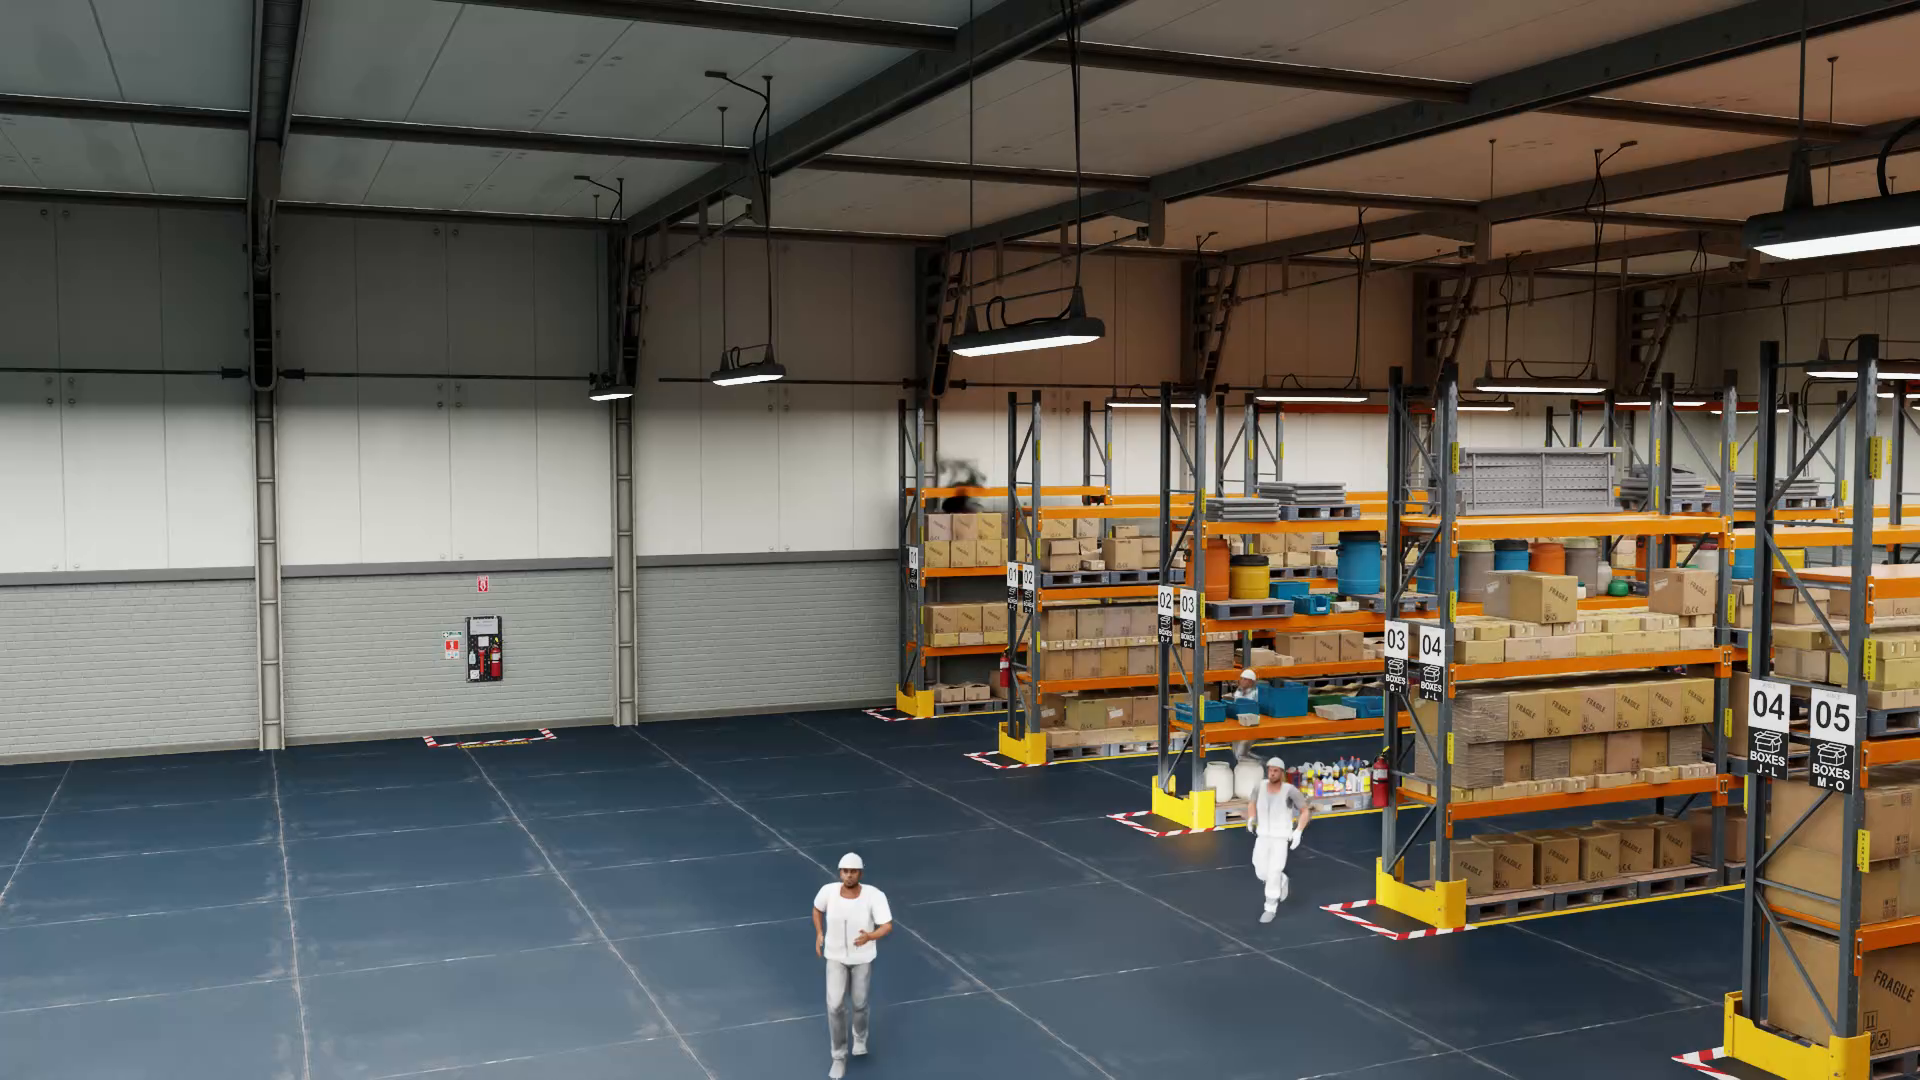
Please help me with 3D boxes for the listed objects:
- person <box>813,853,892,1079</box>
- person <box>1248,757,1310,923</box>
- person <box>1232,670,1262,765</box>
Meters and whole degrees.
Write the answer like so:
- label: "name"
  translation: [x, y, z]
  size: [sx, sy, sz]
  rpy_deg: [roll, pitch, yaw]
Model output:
- label: "person"
  translation: [-0.902, 3.487, 13.736]
  size: [0.688, 1.826, 0.684]
  rpy_deg: [0, 3, 4]
- label: "person"
  translation: [3.440, 3.236, 18.129]
  size: [0.697, 1.759, 0.670]
  rpy_deg: [2, 4, 36]
- label: "person"
  translation: [4.348, 2.821, 25.050]
  size: [0.752, 1.748, 0.657]
  rpy_deg: [-3, 4, -38]
